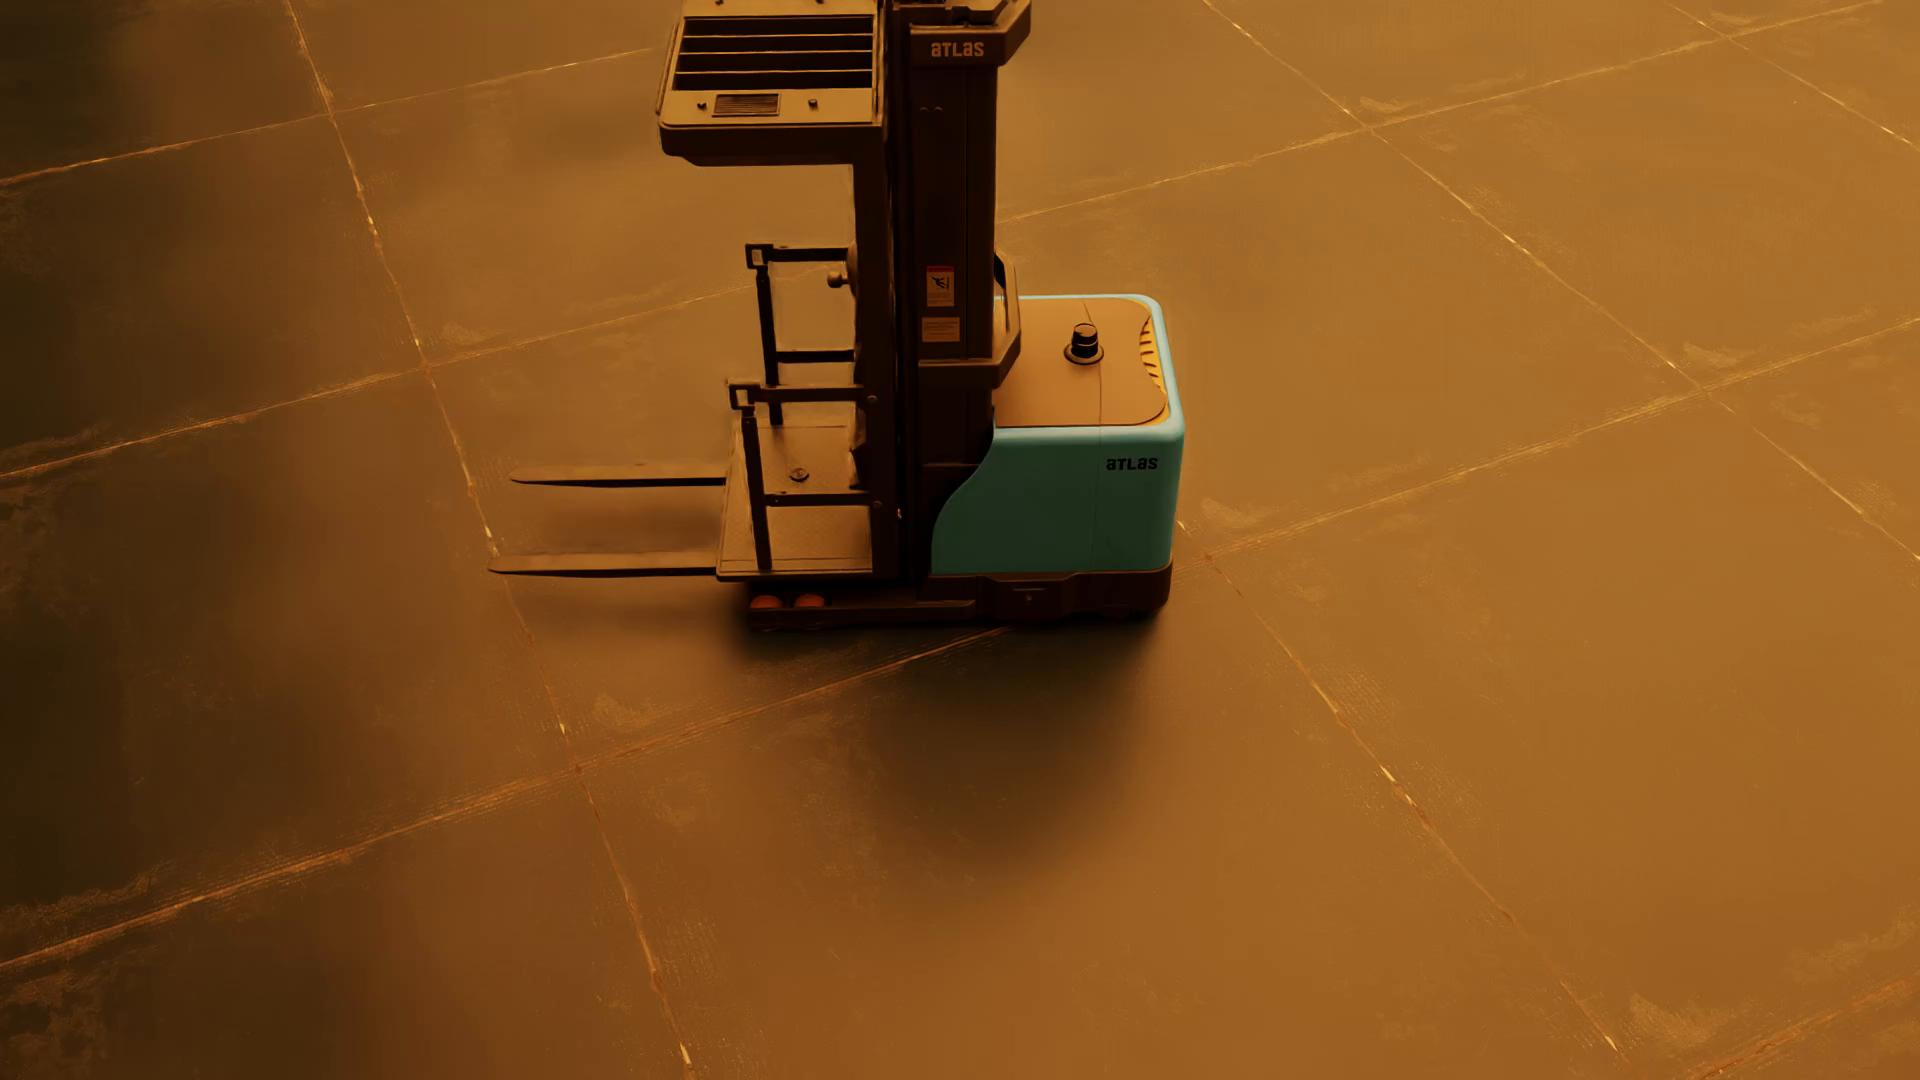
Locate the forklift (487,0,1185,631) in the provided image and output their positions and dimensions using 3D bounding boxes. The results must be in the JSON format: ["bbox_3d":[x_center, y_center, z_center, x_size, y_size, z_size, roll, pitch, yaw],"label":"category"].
[{"bbox_3d":[-0.591,-1.034,6.788,3.031,2.935,1.130,-1,43,-1],"label":"forklift"}]
